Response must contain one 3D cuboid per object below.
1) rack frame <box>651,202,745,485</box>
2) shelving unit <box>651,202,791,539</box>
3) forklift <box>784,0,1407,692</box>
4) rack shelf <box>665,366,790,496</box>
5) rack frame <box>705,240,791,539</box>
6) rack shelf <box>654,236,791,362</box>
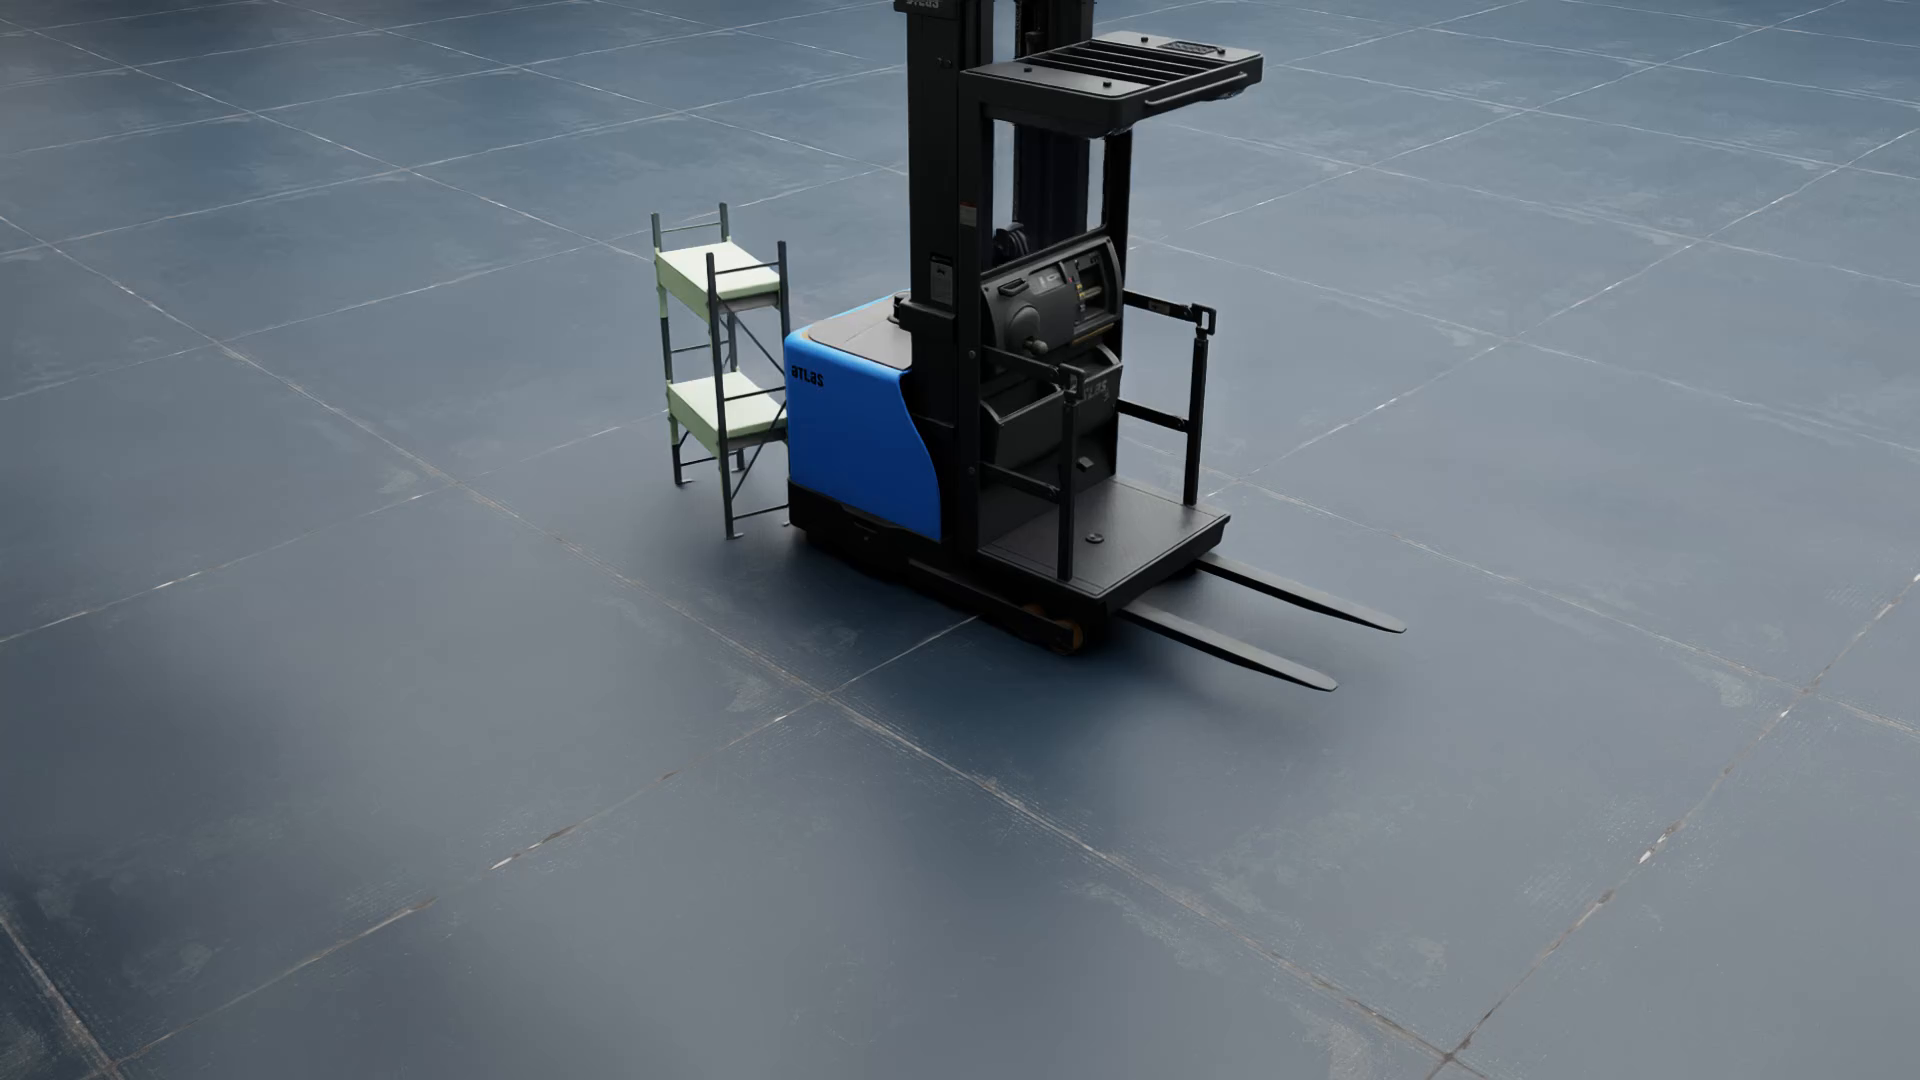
[{"bbox_3d":[-1.367,-1.013,8.741,0.400,1.500,0.023,-15,31,-26],"label":"rack frame"},{"bbox_3d":[-1.187,-0.865,8.459,0.431,1.500,0.755,-15,31,-26],"label":"shelving unit"},{"bbox_3d":[0.580,-1.061,7.294,3.031,2.935,1.130,22,35,35],"label":"forklift"},{"bbox_3d":[-1.187,-0.576,8.611,0.431,0.370,0.720,-15,31,-26],"label":"rack shelf"},{"bbox_3d":[-1.008,-0.716,8.176,0.400,1.500,0.023,-15,31,-26],"label":"rack frame"},{"bbox_3d":[-1.187,-1.210,8.277,0.431,0.370,0.720,-15,31,-26],"label":"rack shelf"}]
